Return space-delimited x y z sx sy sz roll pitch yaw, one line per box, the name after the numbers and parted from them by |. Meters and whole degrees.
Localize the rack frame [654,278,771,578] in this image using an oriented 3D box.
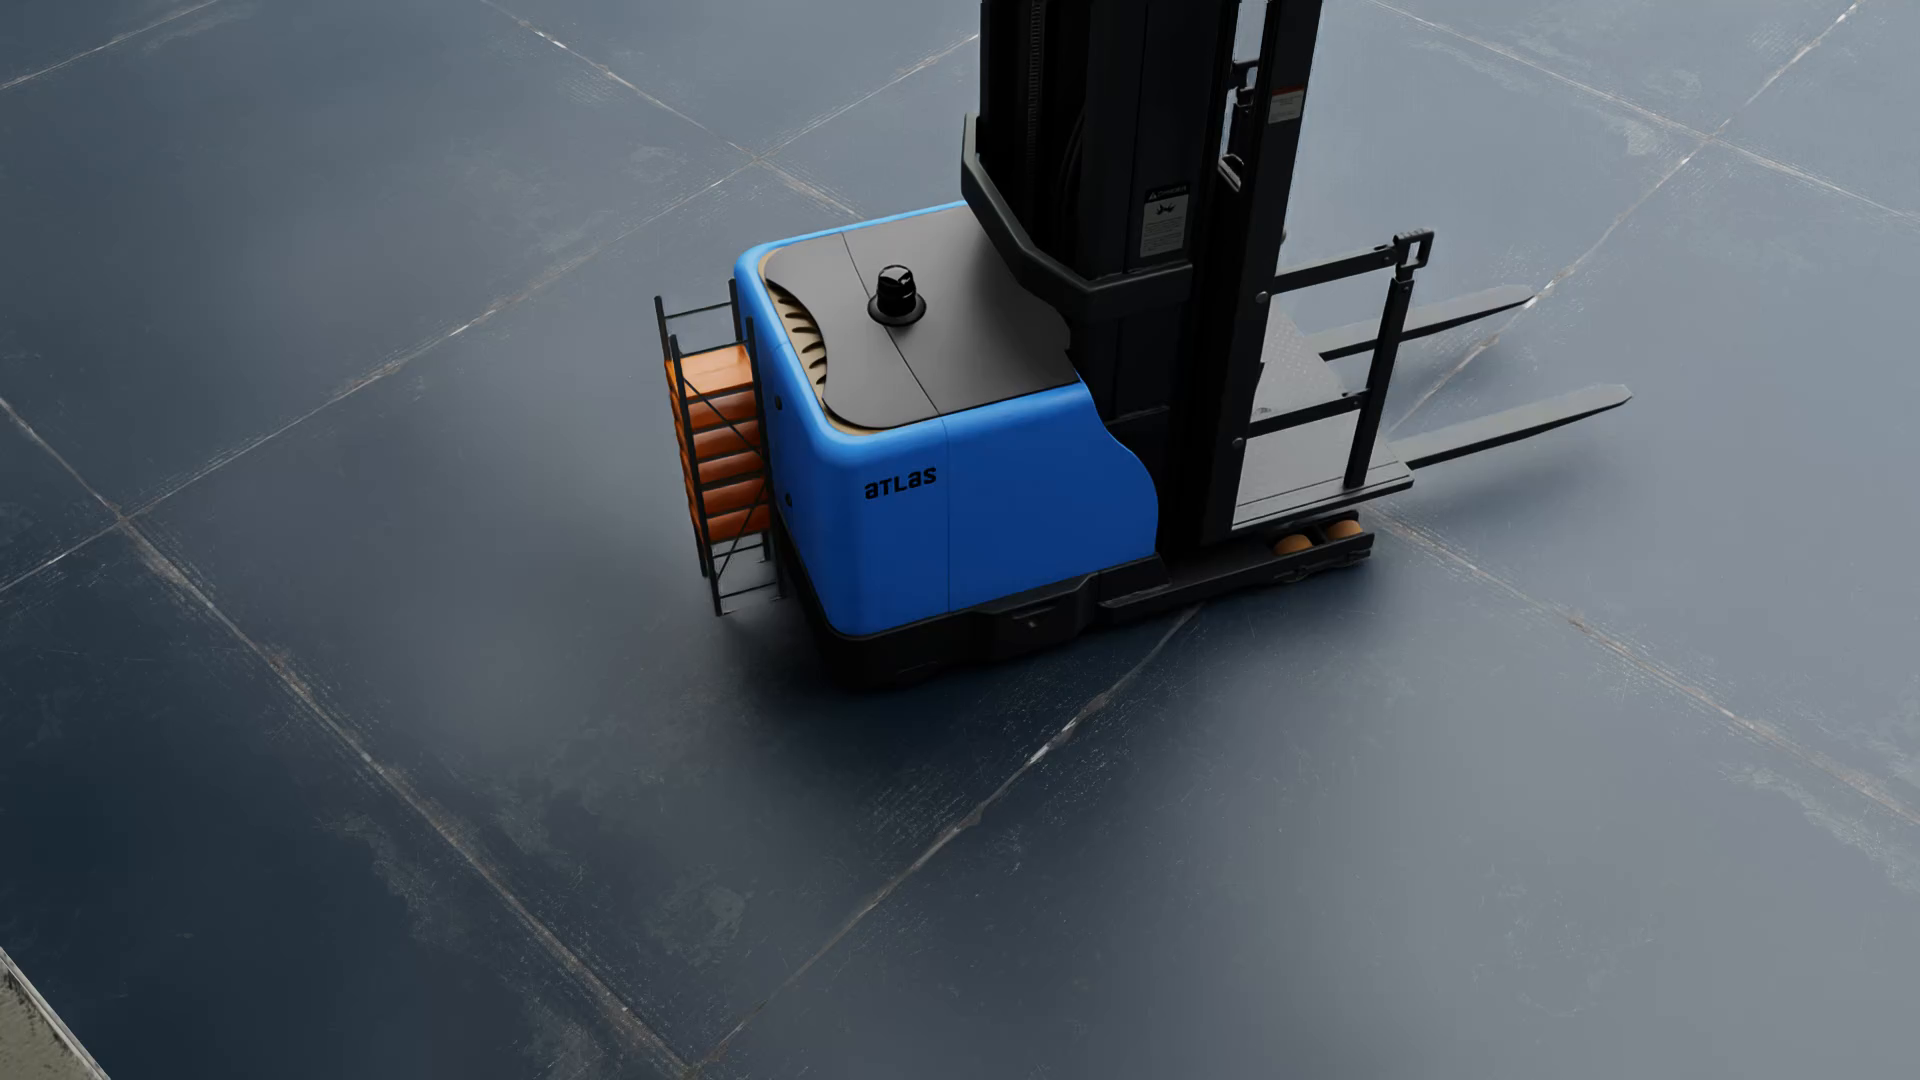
-0.760 -0.314 5.212 0.240 1.200 0.006 -15 49 -14 | rack frame

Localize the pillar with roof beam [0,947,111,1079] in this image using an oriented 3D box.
1.402 -3.337 2.702 0.400 9.000 9.100 34 55 28 | pillar with roof beam

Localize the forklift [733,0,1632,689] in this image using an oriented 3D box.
0.861 -1.208 4.865 3.031 2.935 1.130 -15 49 -14 | forklift

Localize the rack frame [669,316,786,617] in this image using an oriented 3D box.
-0.696 -0.189 5.095 0.240 1.200 0.006 -15 49 -14 | rack frame

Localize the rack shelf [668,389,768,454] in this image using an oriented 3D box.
-0.728 -0.385 5.011 0.258 0.103 0.180 -15 49 -14 | rack shelf

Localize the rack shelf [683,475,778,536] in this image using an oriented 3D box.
-0.727 -0.139 5.273 0.258 0.103 0.180 -15 49 -14 | rack shelf

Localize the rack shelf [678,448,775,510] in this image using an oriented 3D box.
-0.728 -0.221 5.186 0.258 0.103 0.180 -15 49 -14 | rack shelf

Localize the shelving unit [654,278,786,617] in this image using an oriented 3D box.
-0.728 -0.251 5.153 0.258 1.200 0.189 -15 49 -14 | shelving unit

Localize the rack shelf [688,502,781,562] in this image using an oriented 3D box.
-0.727 -0.057 5.361 0.258 0.103 0.180 -15 49 -14 | rack shelf

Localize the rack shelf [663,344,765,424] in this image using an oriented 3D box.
-0.729 -0.467 4.923 0.258 0.103 0.180 -15 49 -14 | rack shelf

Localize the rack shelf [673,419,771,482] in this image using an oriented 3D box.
-0.728 -0.303 5.098 0.258 0.103 0.180 -15 49 -14 | rack shelf
